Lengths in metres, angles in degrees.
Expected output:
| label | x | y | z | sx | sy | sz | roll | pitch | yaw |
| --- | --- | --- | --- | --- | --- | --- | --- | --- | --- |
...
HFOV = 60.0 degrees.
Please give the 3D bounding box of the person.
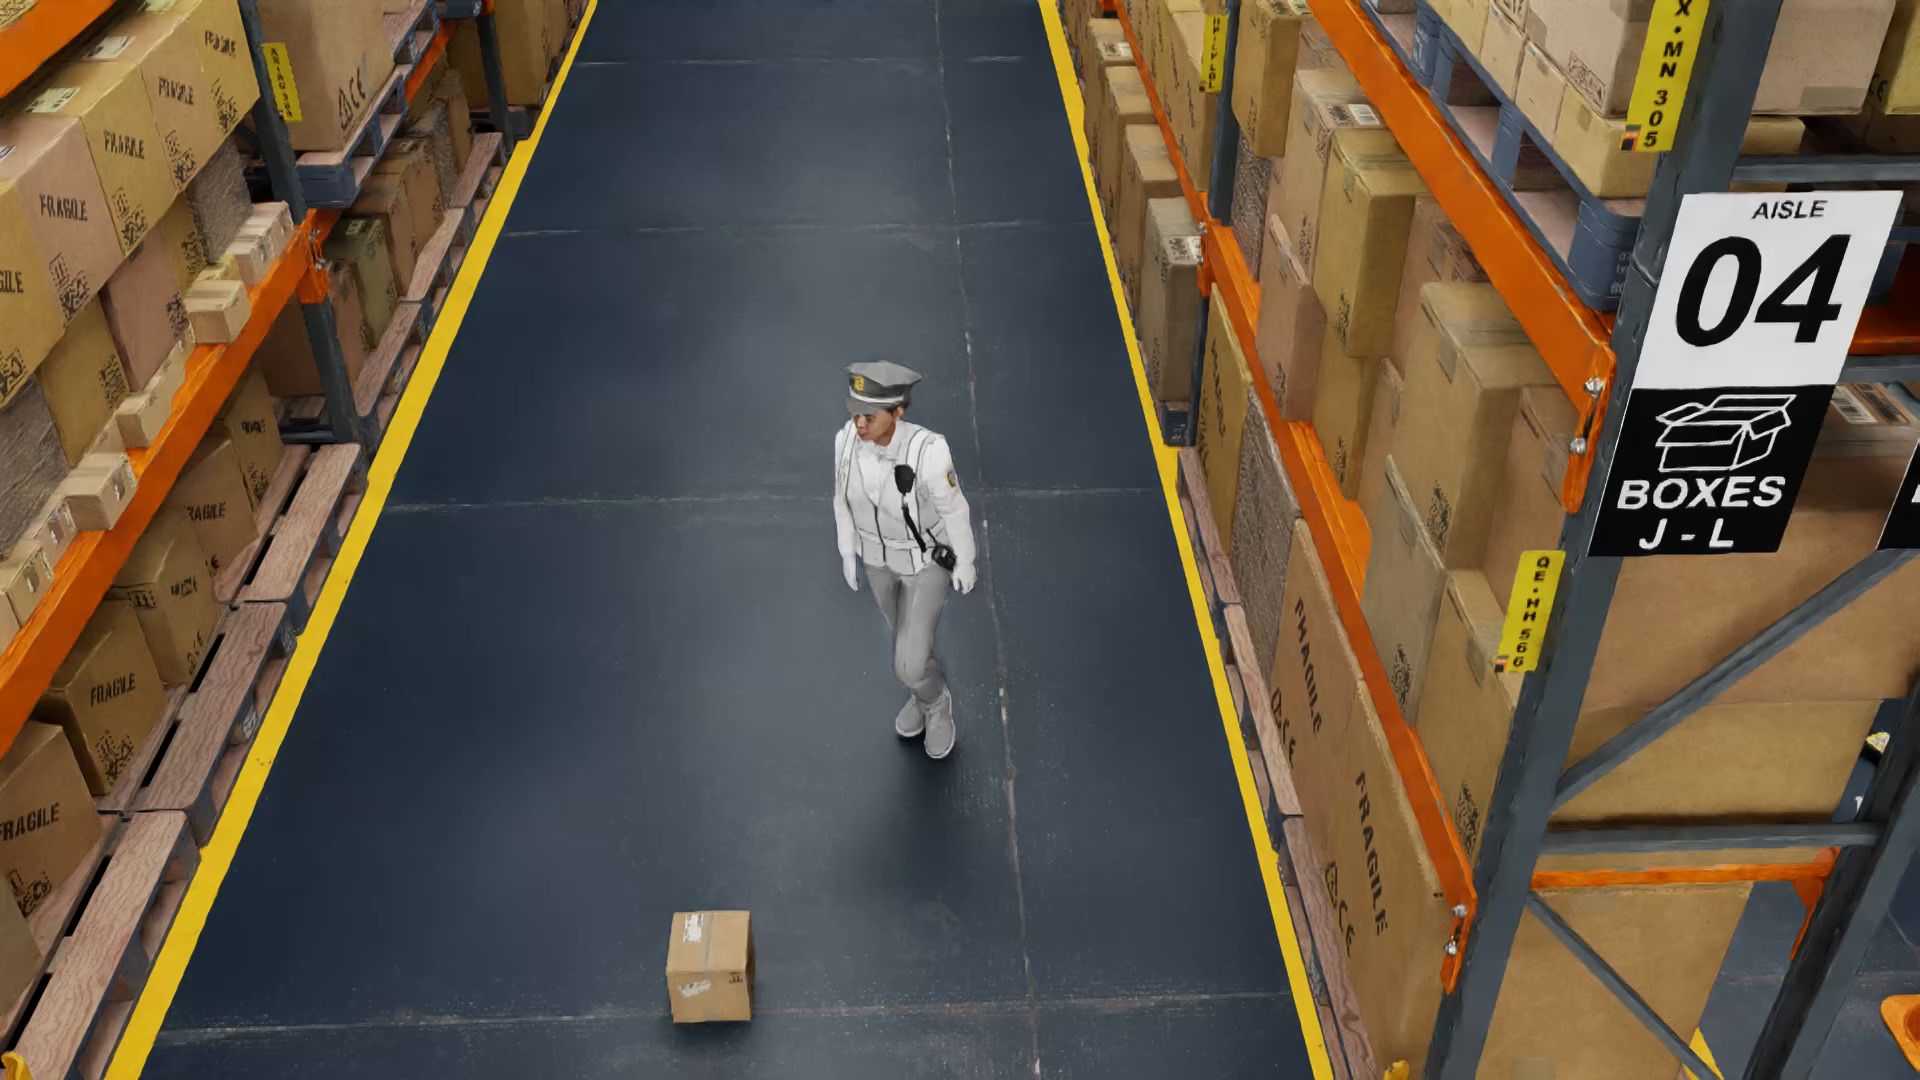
| label | x | y | z | sx | sy | sz | roll | pitch | yaw |
| --- | --- | --- | --- | --- | --- | --- | --- | --- | --- |
| person | -0.214 | 0.064 | 6.012 | 0.514 | 1.667 | 0.486 | 19 | 39 | 24 |
